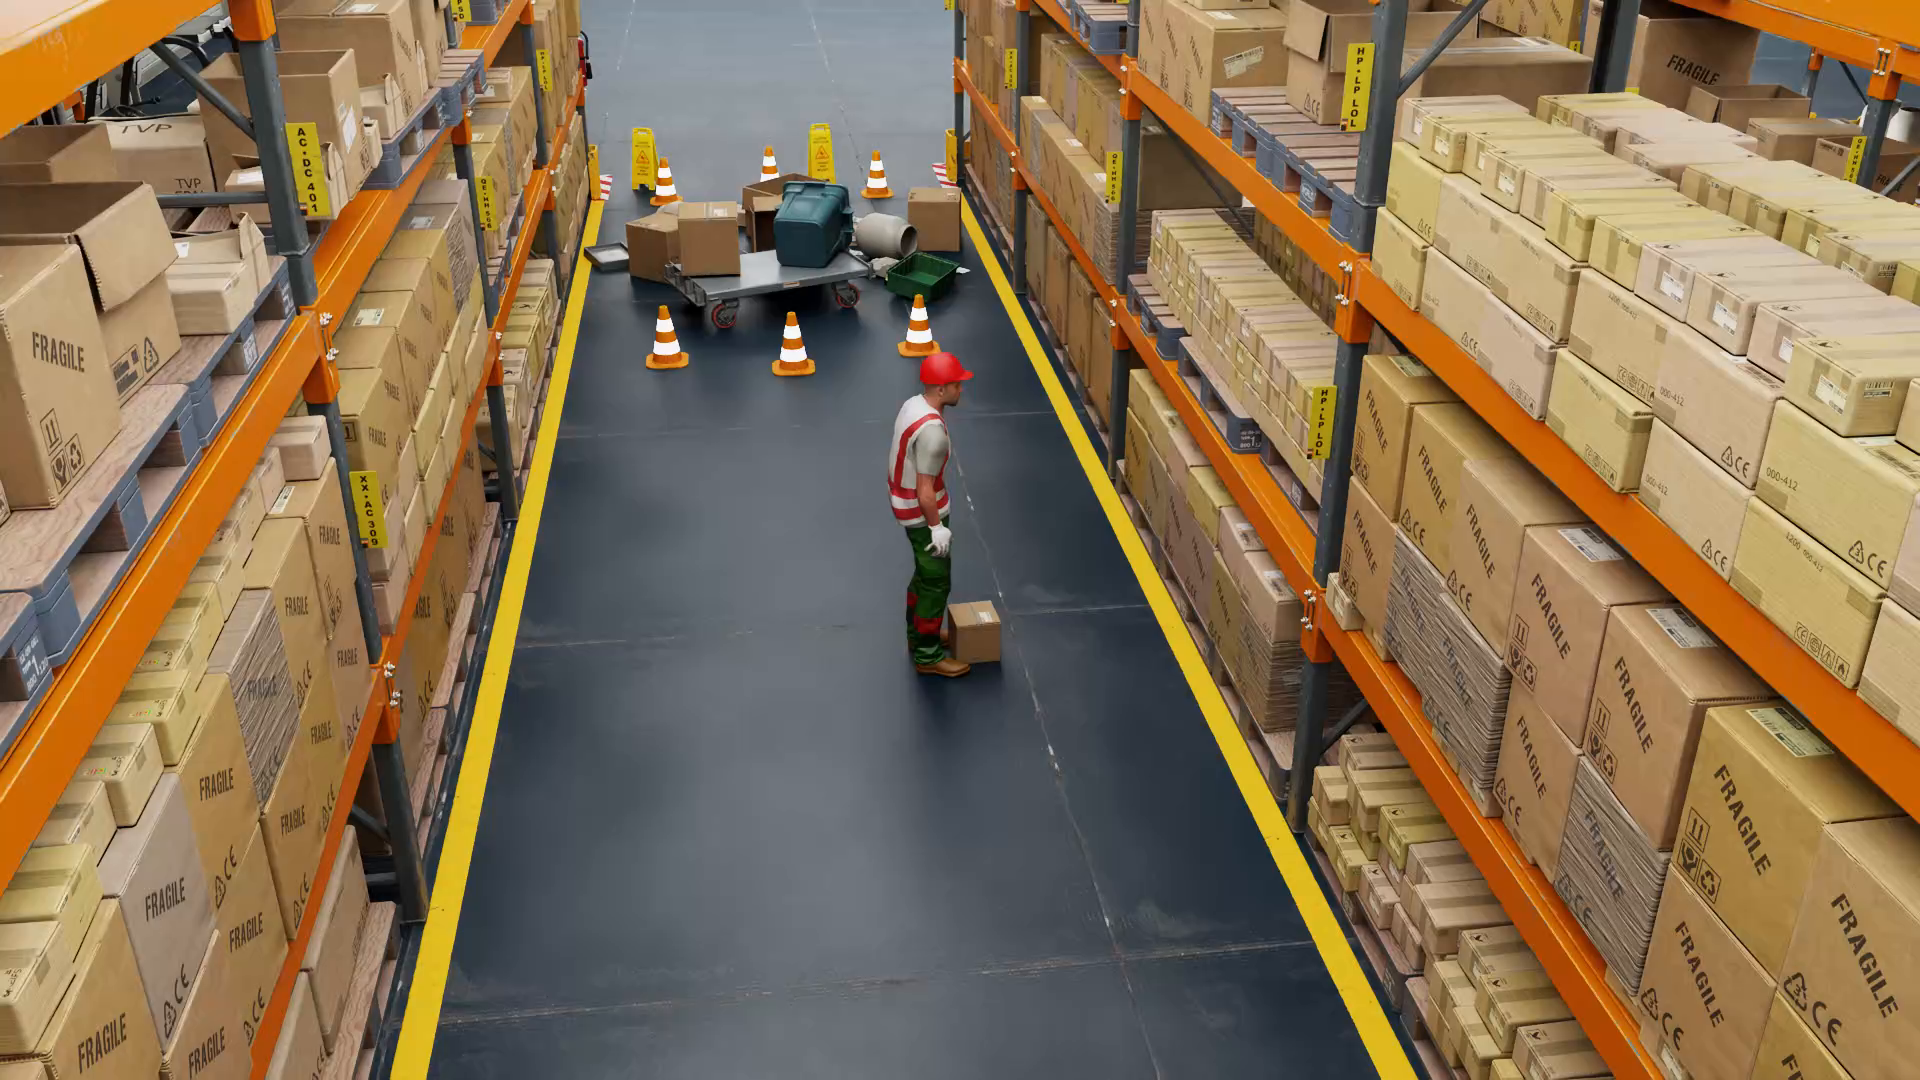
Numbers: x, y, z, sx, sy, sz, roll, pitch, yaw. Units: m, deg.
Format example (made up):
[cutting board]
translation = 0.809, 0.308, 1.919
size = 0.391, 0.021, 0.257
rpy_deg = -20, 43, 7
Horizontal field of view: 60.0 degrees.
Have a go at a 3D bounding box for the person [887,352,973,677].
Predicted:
[person]
translation = -0.151, -0.147, 8.891
size = 0.453, 1.778, 0.605
rpy_deg = -4, 27, -7
